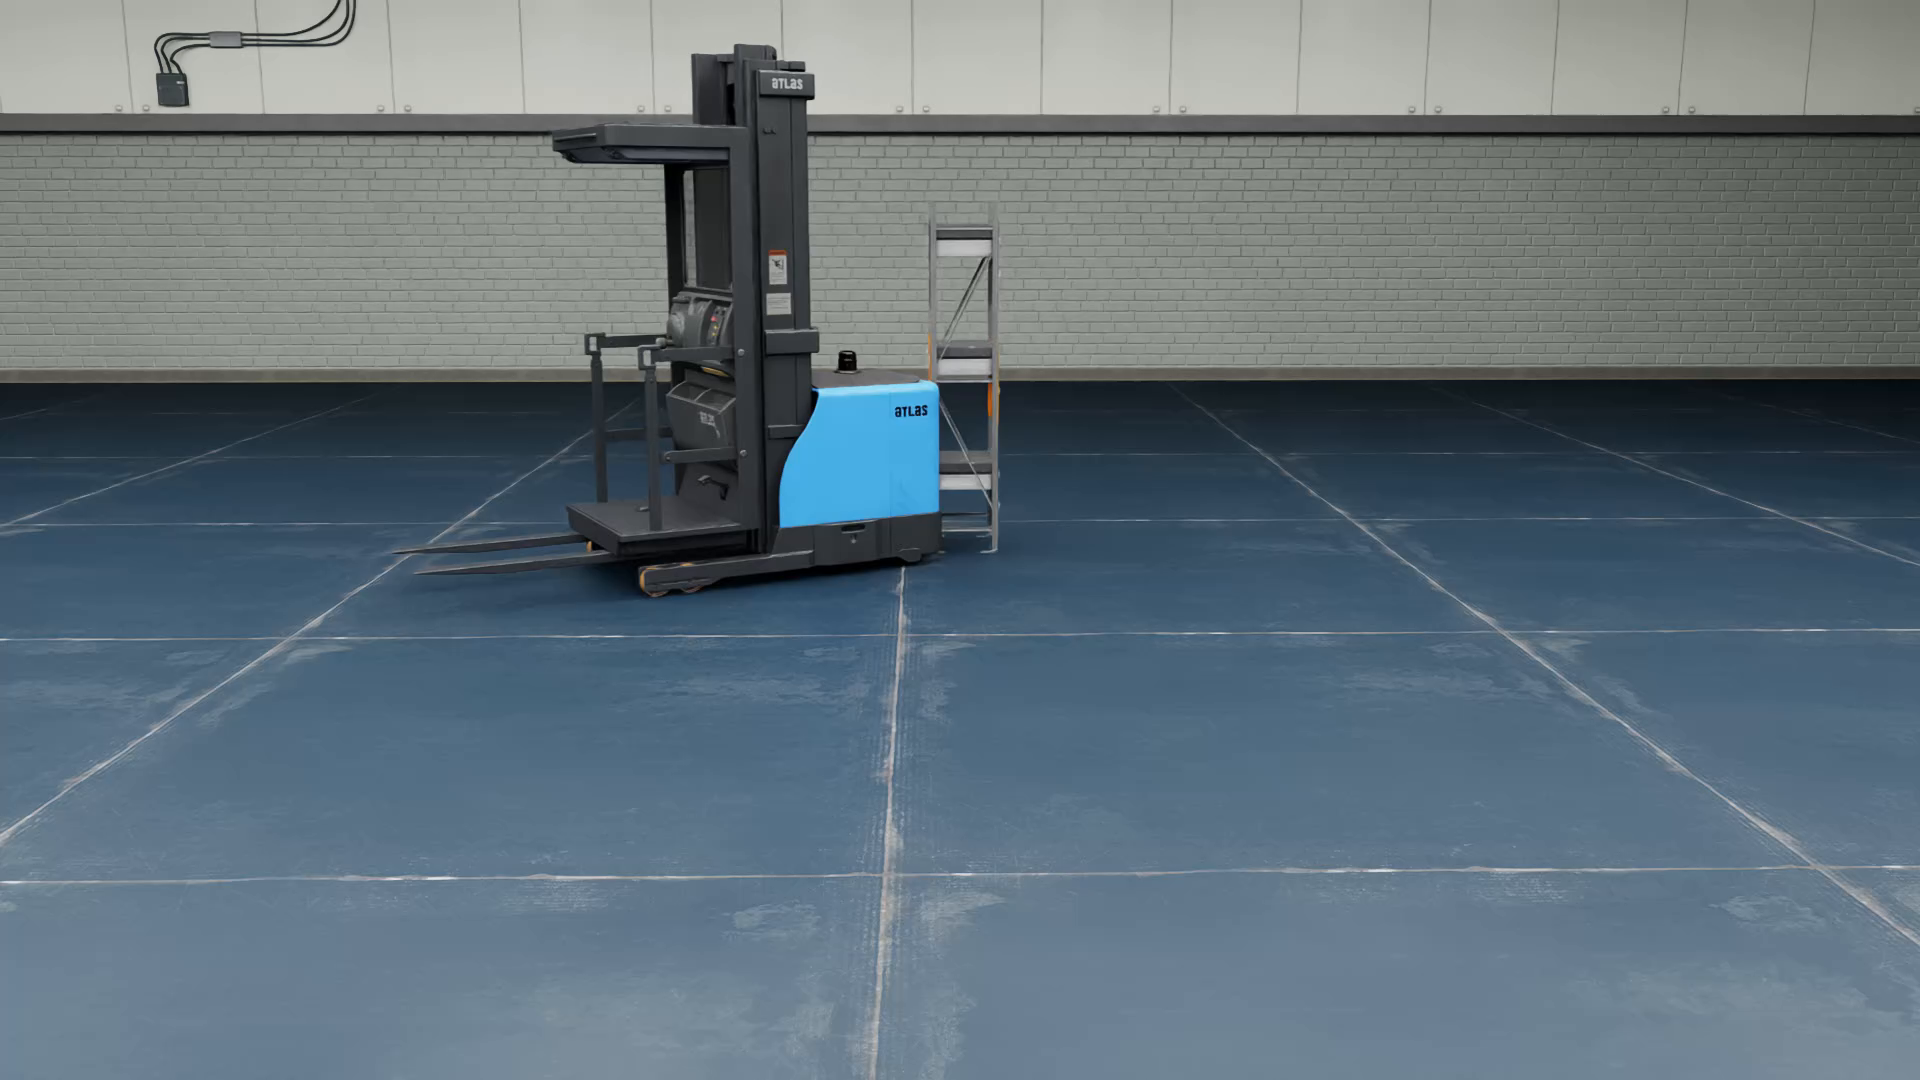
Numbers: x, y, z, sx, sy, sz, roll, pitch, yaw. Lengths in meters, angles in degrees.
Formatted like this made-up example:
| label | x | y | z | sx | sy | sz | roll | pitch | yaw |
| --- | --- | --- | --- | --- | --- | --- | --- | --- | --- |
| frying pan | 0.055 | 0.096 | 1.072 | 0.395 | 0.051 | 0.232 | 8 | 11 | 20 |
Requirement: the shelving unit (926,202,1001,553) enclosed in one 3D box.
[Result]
| label | x | y | z | sx | sy | sz | roll | pitch | yaw |
| --- | --- | --- | --- | --- | --- | --- | --- | --- | --- |
| shelving unit | 0.017 | -1.000 | 10.200 | 0.431 | 2.100 | 0.503 | -1 | 12 | -2 |

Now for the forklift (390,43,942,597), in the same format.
| label | x | y | z | sx | sy | sz | roll | pitch | yaw |
| --- | --- | --- | --- | --- | --- | --- | --- | --- | --- |
| forklift | -1.650 | -1.247 | 9.334 | 3.031 | 2.935 | 1.130 | -6 | 13 | -28 |

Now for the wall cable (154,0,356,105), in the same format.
| label | x | y | z | sx | sy | sz | roll | pitch | yaw |
| --- | --- | --- | --- | --- | --- | --- | --- | --- | --- |
| wall cable | -8.045 | -7.946 | 18.542 | 2.305 | 6.003 | 0.169 | 0 | 11 | -1 |

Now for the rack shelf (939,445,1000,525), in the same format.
| label | x | y | z | sx | sy | sz | roll | pitch | yaw |
| --- | --- | --- | --- | --- | --- | --- | --- | --- | --- |
| rack shelf | 0.019 | -0.301 | 10.344 | 0.431 | 0.518 | 0.480 | -1 | 12 | -2 |

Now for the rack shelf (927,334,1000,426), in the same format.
| label | x | y | z | sx | sy | sz | roll | pitch | yaw |
| --- | --- | --- | --- | --- | --- | --- | --- | --- | --- |
| rack shelf | 0.017 | -0.986 | 10.203 | 0.431 | 0.518 | 0.480 | -1 | 12 | -2 |

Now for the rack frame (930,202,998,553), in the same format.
| label | x | y | z | sx | sy | sz | roll | pitch | yaw |
| --- | --- | --- | --- | --- | --- | --- | --- | --- | --- |
| rack frame | 0.027 | -0.951 | 9.961 | 0.400 | 2.100 | 0.015 | -1 | 12 | -2 |

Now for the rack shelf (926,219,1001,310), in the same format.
| label | x | y | z | sx | sy | sz | roll | pitch | yaw |
| --- | --- | --- | --- | --- | --- | --- | --- | --- | --- |
| rack shelf | 0.016 | -1.672 | 10.062 | 0.431 | 0.518 | 0.480 | -1 | 12 | -2 |

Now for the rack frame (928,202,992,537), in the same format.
| label | x | y | z | sx | sy | sz | roll | pitch | yaw |
| --- | --- | --- | --- | --- | --- | --- | --- | --- | --- |
| rack frame | 0.008 | -1.049 | 10.439 | 0.400 | 2.100 | 0.015 | -1 | 12 | -2 |
